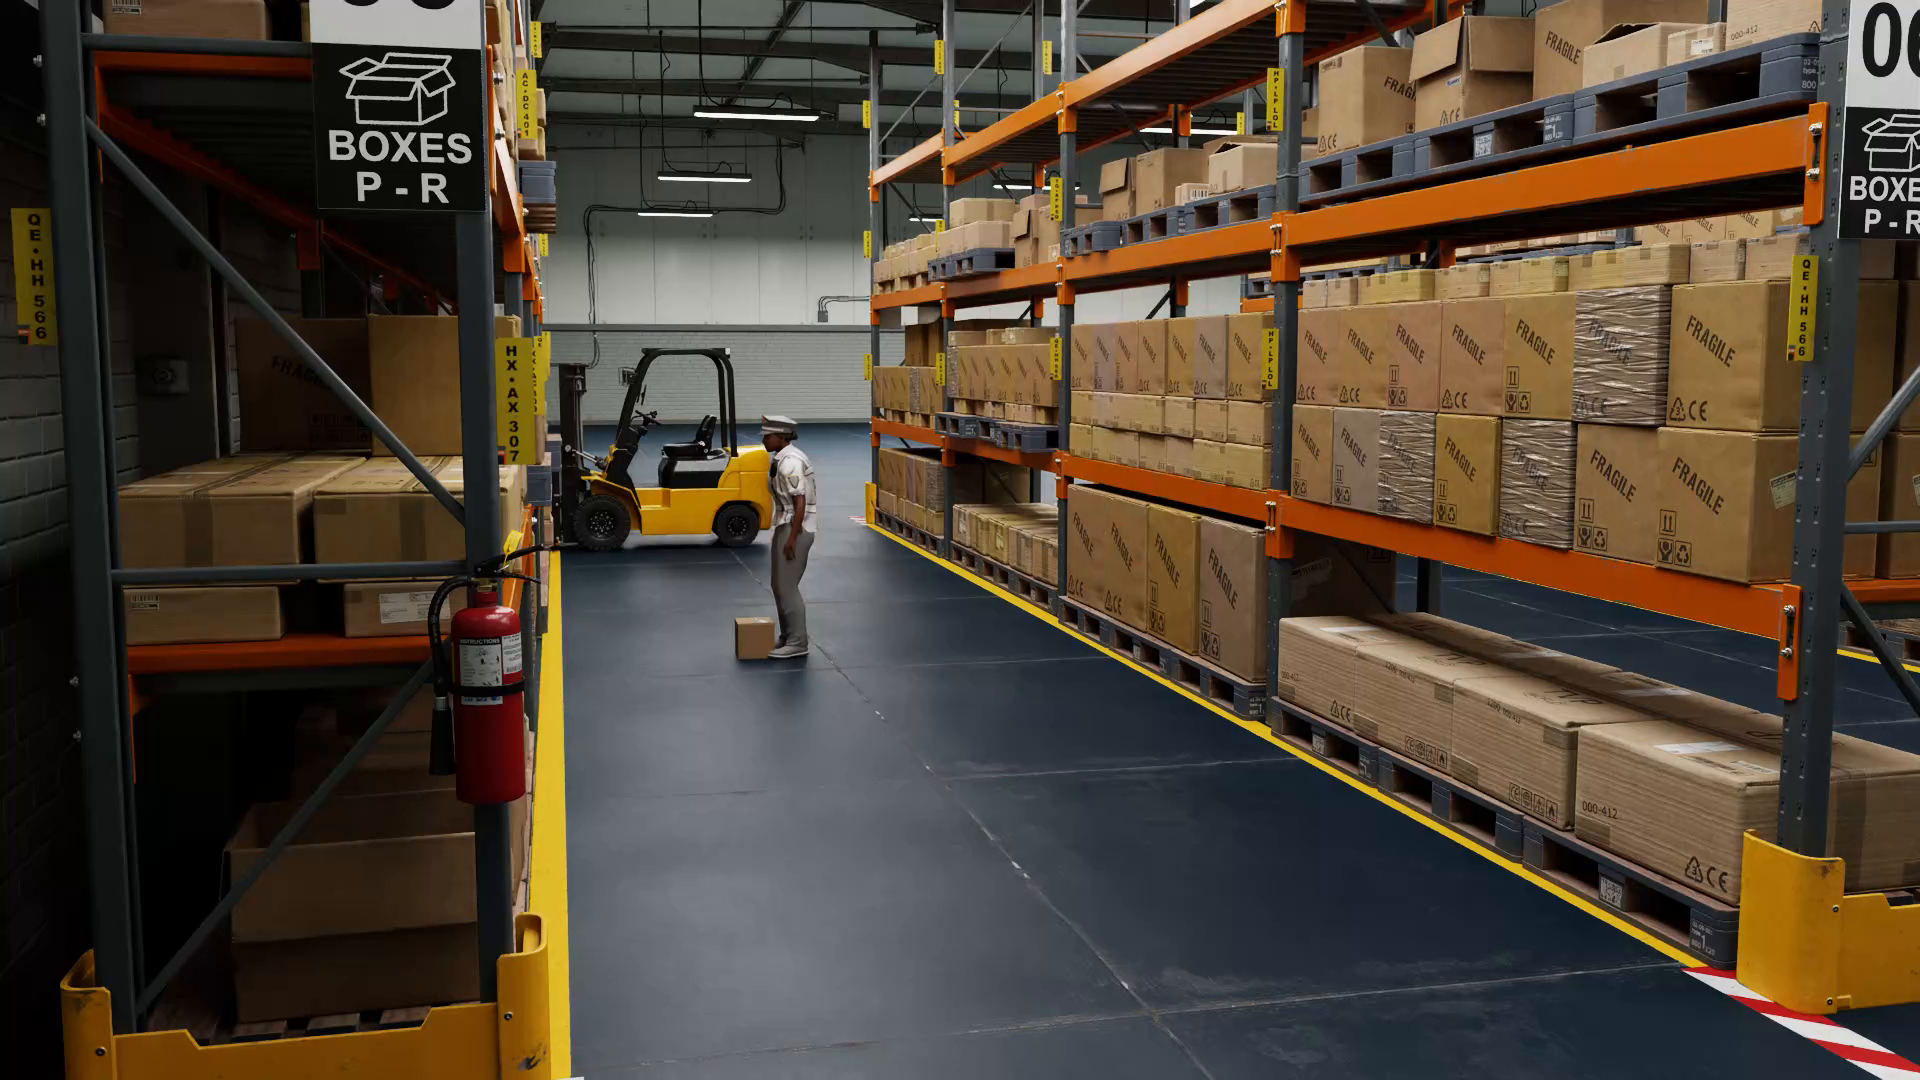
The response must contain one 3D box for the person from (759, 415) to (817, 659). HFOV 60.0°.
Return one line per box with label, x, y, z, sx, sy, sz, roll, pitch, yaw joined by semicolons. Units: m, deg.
person;-1.195;-0.031;11.454;0.383;1.663;0.532;-2;7;-17
